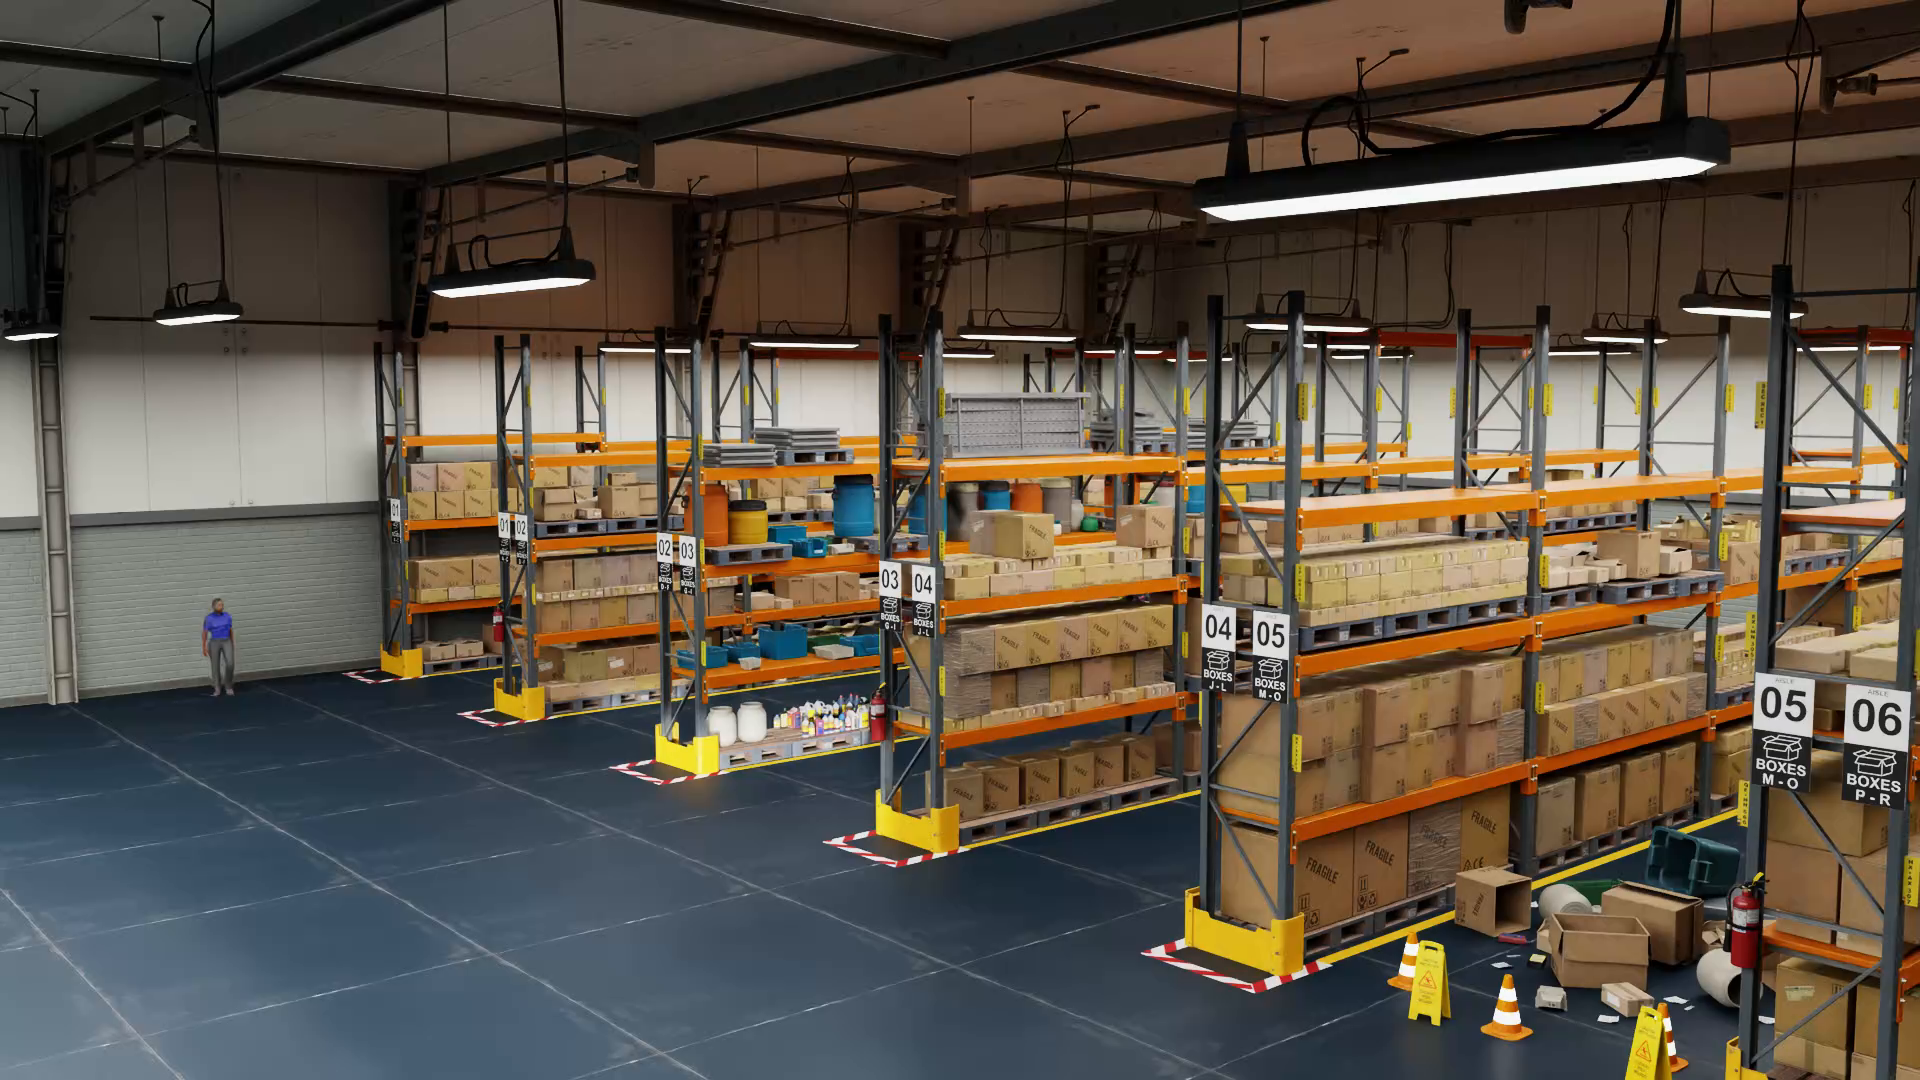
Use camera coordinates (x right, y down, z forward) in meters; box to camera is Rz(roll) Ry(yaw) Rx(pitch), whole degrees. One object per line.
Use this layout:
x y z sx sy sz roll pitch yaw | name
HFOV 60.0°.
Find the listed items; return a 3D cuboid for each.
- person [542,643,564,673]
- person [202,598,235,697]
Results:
-7.239 1.665 29.157 0.697 1.818 0.516 -3 6 -33 | person
-12.477 1.822 27.975 0.479 1.666 0.442 -2 6 -24 | person
